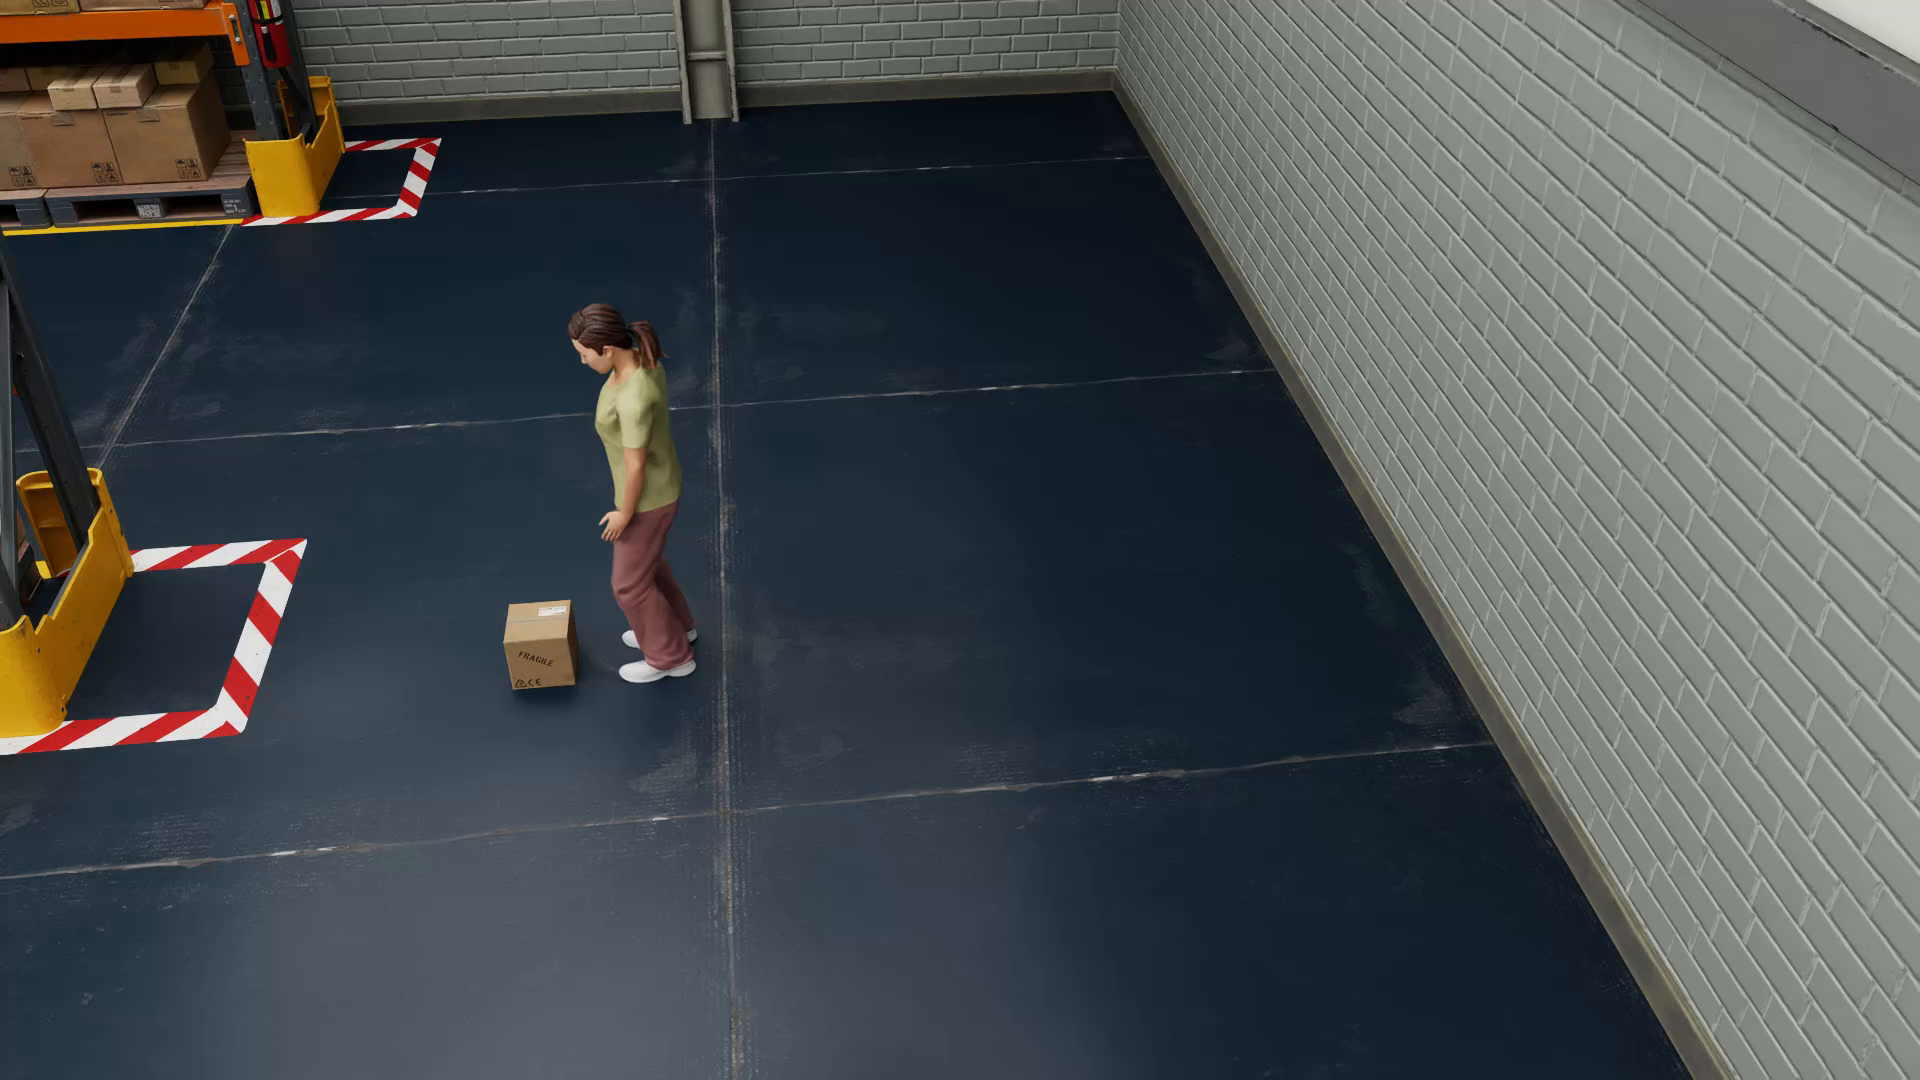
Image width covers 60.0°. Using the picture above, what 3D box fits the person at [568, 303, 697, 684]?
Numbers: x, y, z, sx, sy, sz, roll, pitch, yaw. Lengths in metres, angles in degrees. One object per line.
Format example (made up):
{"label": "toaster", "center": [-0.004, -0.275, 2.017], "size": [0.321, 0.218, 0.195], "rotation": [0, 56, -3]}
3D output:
{"label": "person", "center": [-1.238, -0.170, 6.417], "size": [0.347, 1.652, 0.460], "rotation": [-4, 35, -5]}
